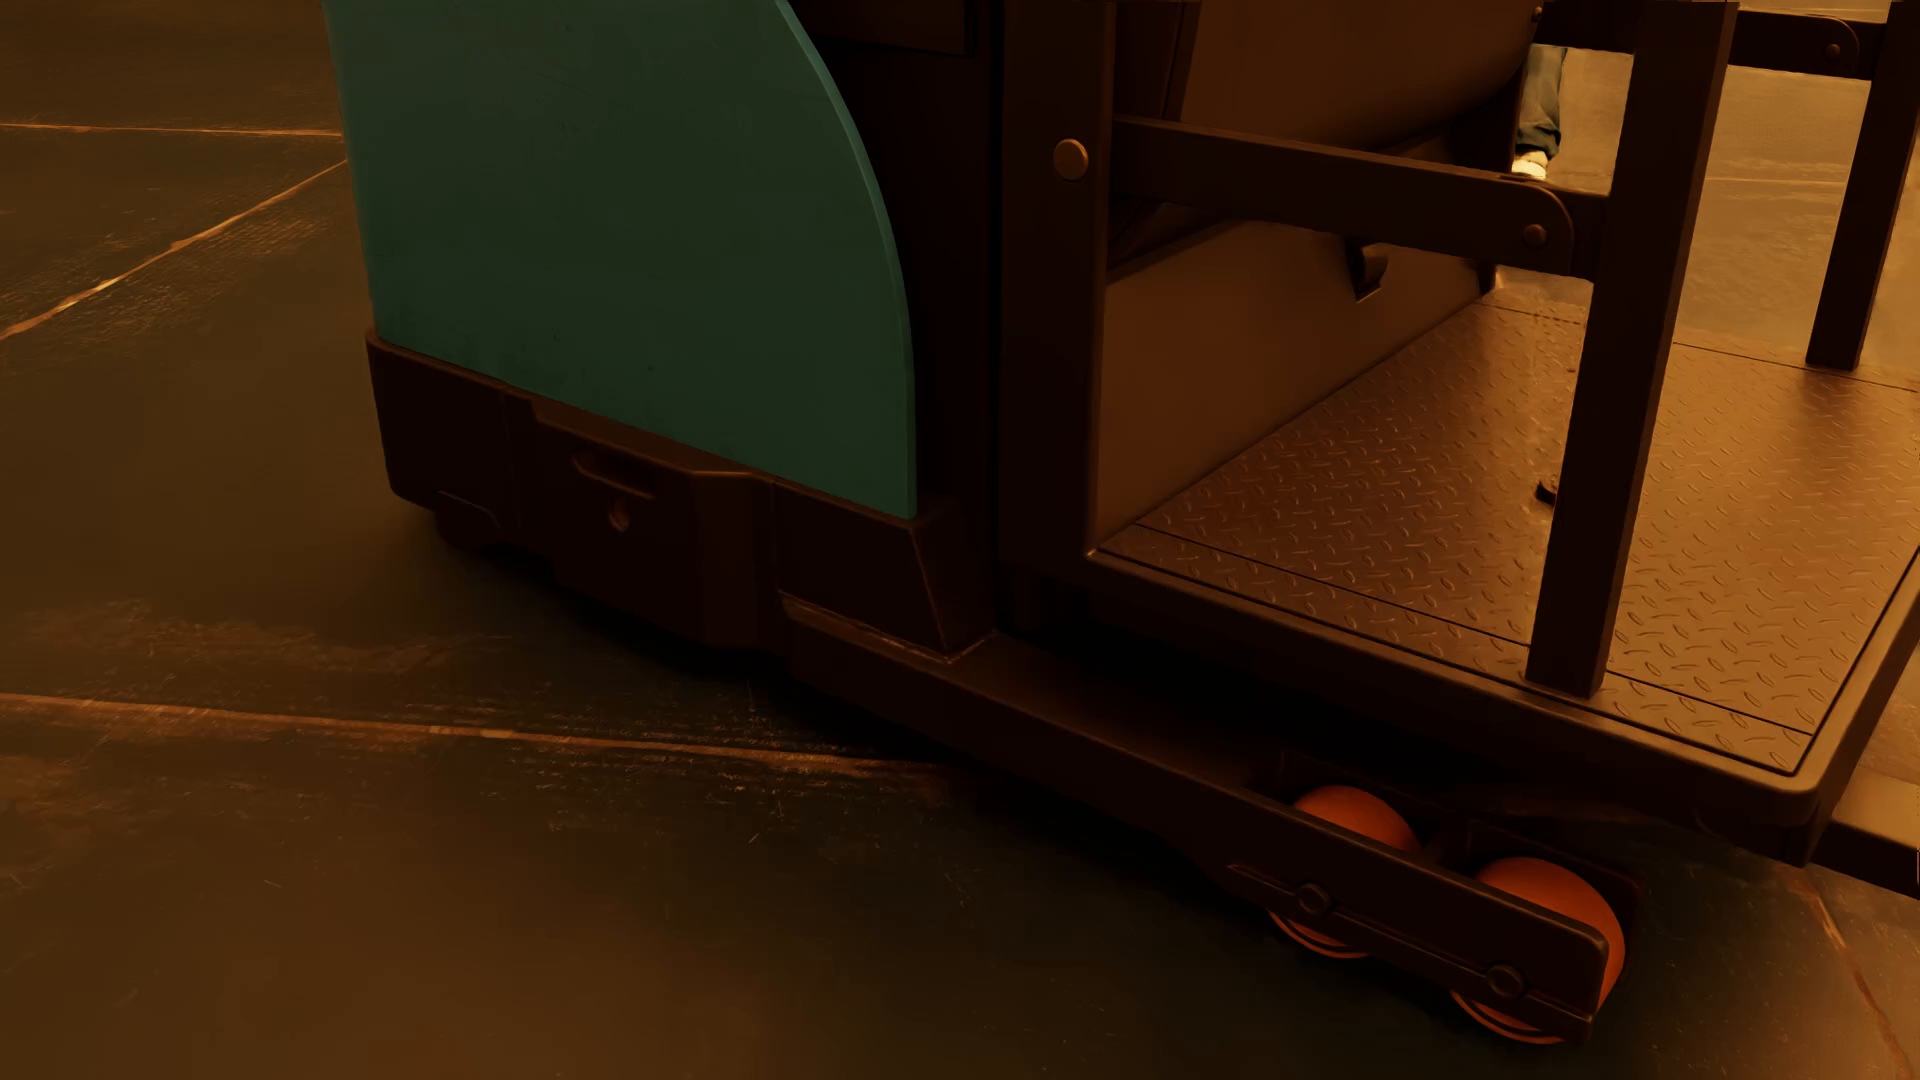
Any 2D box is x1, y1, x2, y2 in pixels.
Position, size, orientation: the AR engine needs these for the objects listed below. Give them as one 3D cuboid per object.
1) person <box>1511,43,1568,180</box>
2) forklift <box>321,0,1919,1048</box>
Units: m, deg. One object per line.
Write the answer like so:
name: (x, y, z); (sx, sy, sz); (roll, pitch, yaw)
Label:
person: (1.283, -1.537, 3.904); (0.466, 1.523, 0.719); (4, 27, 9)
forklift: (0.613, -1.112, 1.445); (3.031, 2.935, 1.130); (19, 32, 33)
